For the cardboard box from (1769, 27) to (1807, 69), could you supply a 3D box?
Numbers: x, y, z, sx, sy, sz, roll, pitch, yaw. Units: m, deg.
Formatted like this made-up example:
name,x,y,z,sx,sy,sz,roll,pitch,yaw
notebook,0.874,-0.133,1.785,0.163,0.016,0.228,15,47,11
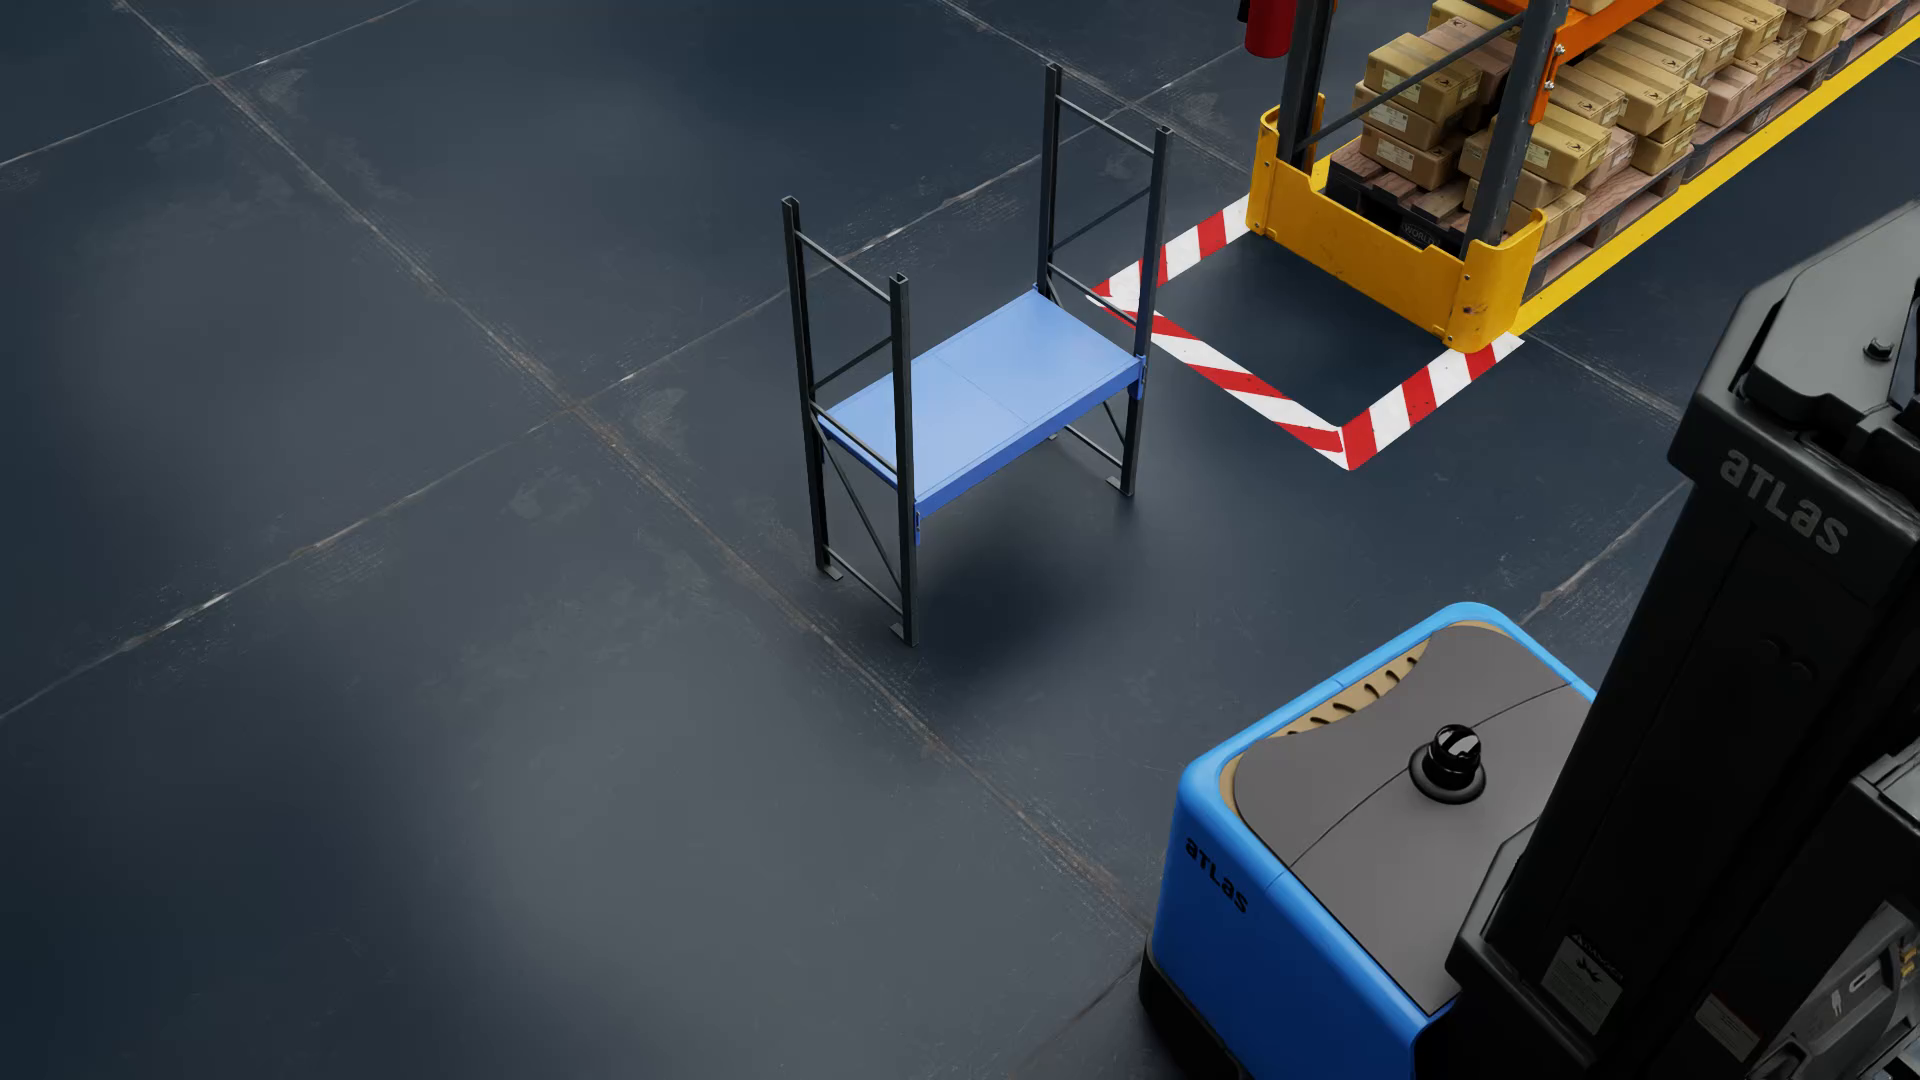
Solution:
name,x,y,z,sx,sy,sz,roll,pitch,yaw
cardboard box,3.528,-2.250,7.439,0.250,0.149,0.380,-33,55,-27

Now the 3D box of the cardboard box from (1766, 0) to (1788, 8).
name,x,y,z,sx,sy,sz,roll,pitch,yaw
cardboard box,3.332,-2.369,7.144,0.250,0.149,0.380,-34,56,-27

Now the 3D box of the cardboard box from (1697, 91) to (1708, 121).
name,x,y,z,sx,sy,sz,roll,pitch,yaw
cardboard box,2.942,-1.886,7.103,0.250,0.149,0.380,-34,56,-27

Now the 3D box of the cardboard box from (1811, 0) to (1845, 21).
name,x,y,z,sx,sy,sz,roll,pitch,yaw
cardboard box,3.769,-2.516,7.482,0.250,0.149,0.380,-32,55,-26

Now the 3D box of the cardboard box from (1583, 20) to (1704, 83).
name,x,y,z,sx,sy,sz,roll,pitch,yaw
cardboard box,2.773,-1.956,6.763,0.380,0.149,0.250,36,57,29

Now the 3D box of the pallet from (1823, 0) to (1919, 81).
name,x,y,z,sx,sy,sz,roll,pitch,yaw
pallet,4.120,-2.761,8.154,1.213,0.211,1.003,-34,56,-27

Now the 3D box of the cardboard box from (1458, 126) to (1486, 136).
name,x,y,z,sx,sy,sz,roll,pitch,yaw
cardboard box,2.005,-1.811,7.034,0.250,0.149,0.380,-32,55,-26

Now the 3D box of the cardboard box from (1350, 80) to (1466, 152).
name,x,y,z,sx,sy,sz,roll,pitch,yaw
cardboard box,1.832,-1.773,6.796,0.250,0.149,0.380,-35,56,-28

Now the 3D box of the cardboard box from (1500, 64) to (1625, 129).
name,x,y,z,sx,sy,sz,roll,pitch,yaw
cardboard box,2.373,-1.733,6.558,0.250,0.149,0.380,-33,55,-27

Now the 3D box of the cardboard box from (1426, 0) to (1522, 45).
name,x,y,z,sx,sy,sz,roll,pitch,yaw
cardboard box,2.185,-2.147,6.939,0.250,0.149,0.380,-35,56,-28

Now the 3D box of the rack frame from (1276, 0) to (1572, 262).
name,x,y,z,sx,sy,sz,roll,pitch,yaw
rack frame,1.633,-2.080,5.628,0.127,3.000,1.000,-34,56,-27

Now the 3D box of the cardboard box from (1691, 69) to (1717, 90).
name,x,y,z,sx,sy,sz,roll,pitch,yaw
cardboard box,2.951,-2.000,7.006,0.380,0.149,0.250,36,57,29

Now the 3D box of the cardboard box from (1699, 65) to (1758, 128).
name,x,y,z,sx,sy,sz,roll,pitch,yaw
cardboard box,3.184,-1.962,7.173,0.380,0.149,0.250,36,57,29

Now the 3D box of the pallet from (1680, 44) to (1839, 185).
name,x,y,z,sx,sy,sz,roll,pitch,yaw
pallet,3.217,-2.154,7.594,1.213,0.211,1.003,-34,56,-27

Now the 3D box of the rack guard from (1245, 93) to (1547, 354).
name,x,y,z,sx,sy,sz,roll,pitch,yaw
rack guard,1.690,-1.270,6.581,0.348,0.500,1.175,-34,56,-27

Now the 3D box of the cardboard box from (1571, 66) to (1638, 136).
name,x,y,z,sx,sy,sz,roll,pitch,yaw
cardboard box,2.556,-1.750,6.775,0.250,0.149,0.380,-33,55,-27

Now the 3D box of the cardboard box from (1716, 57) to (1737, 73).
name,x,y,z,sx,sy,sz,roll,pitch,yaw
cardboard box,3.124,-2.157,7.151,0.250,0.149,0.380,-31,54,-25

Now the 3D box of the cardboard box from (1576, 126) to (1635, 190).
name,x,y,z,sx,sy,sz,roll,pitch,yaw
cardboard box,2.434,-1.581,6.619,0.250,0.149,0.380,-34,56,-27

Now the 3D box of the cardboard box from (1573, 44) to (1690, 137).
name,x,y,z,sx,sy,sz,roll,pitch,yaw
cardboard box,2.645,-1.788,6.608,0.250,0.149,0.380,-34,56,-27

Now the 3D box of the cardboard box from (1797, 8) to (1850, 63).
name,x,y,z,sx,sy,sz,roll,pitch,yaw
cardboard box,3.766,-2.342,7.524,0.250,0.149,0.380,-34,56,-27

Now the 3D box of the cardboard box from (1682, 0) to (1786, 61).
name,x,y,z,sx,sy,sz,roll,pitch,yaw
cardboard box,3.210,-2.193,6.982,0.250,0.149,0.380,-33,55,-27

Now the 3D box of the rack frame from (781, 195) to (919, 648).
name,x,y,z,sx,sy,sz,roll,pitch,yaw
rack frame,-0.313,-0.299,5.006,0.032,1.500,0.500,-34,56,-27

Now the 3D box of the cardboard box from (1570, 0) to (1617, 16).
name,x,y,z,sx,sy,sz,roll,pitch,yaw
cardboard box,2.094,-1.977,5.704,0.250,0.149,0.380,-34,56,-27

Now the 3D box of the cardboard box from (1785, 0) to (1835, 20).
name,x,y,z,sx,sy,sz,roll,pitch,yaw
cardboard box,3.589,-2.433,7.203,0.250,0.149,0.380,-36,57,-28

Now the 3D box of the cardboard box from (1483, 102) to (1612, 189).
name,x,y,z,sx,sy,sz,roll,pitch,yaw
cardboard box,2.250,-1.532,6.371,0.250,0.149,0.380,-36,57,-29

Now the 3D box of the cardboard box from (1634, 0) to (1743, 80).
name,x,y,z,sx,sy,sz,roll,pitch,yaw
cardboard box,2.985,-2.088,6.885,0.250,0.149,0.380,-32,55,-26

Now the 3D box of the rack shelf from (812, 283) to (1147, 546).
name,x,y,z,sx,sy,sz,roll,pitch,yaw
rack shelf,0.063,-0.429,5.370,1.000,0.185,0.538,-34,56,-27

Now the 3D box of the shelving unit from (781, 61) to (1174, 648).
name,x,y,z,sx,sy,sz,roll,pitch,yaw
shelving unit,0.063,-0.551,5.238,1.048,1.500,0.538,-34,56,-27

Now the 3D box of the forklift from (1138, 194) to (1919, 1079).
name,x,y,z,sx,sy,sz,roll,pitch,yaw
forklift,1.735,0.958,2.872,1.130,2.935,3.031,-27,53,-23

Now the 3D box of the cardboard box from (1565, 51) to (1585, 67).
name,x,y,z,sx,sy,sz,roll,pitch,yaw
cardboard box,2.483,-2.107,7.105,0.250,0.149,0.380,-34,56,-28

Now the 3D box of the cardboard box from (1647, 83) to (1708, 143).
name,x,y,z,sx,sy,sz,roll,pitch,yaw
cardboard box,2.819,-1.818,6.838,0.250,0.149,0.380,-32,55,-26

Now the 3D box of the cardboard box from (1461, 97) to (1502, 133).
name,x,y,z,sx,sy,sz,roll,pitch,yaw
cardboard box,2.062,-1.873,6.888,0.250,0.149,0.380,-35,56,-28

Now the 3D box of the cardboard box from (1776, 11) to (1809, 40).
name,x,y,z,sx,sy,sz,roll,pitch,yaw
cardboard box,3.557,-2.394,7.370,0.380,0.149,0.250,36,57,29

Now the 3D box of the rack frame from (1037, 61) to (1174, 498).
name,x,y,z,sx,sy,sz,roll,pitch,yaw
rack frame,0.439,-0.802,5.470,0.032,1.500,0.500,-34,56,-27

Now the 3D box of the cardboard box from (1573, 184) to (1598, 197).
name,x,y,z,sx,sy,sz,roll,pitch,yaw
cardboard box,2.375,-1.514,6.760,0.250,0.149,0.380,-34,56,-27

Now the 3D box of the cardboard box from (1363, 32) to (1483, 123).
name,x,y,z,sx,sy,sz,roll,pitch,yaw
cardboard box,1.855,-1.857,6.672,0.250,0.149,0.380,-33,55,-27

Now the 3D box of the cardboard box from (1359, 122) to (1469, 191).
name,x,y,z,sx,sy,sz,roll,pitch,yaw
cardboard box,1.883,-1.629,6.866,0.250,0.149,0.380,-33,55,-27

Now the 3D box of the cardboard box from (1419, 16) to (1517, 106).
name,x,y,z,sx,sy,sz,roll,pitch,yaw
cardboard box,2.079,-1.950,6.757,0.250,0.149,0.380,-33,55,-26

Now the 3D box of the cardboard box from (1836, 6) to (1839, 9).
name,x,y,z,sx,sy,sz,roll,pitch,yaw
cardboard box,3.855,-2.541,7.708,0.250,0.149,0.380,-35,56,-28

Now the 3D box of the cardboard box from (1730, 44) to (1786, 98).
name,x,y,z,sx,sy,sz,roll,pitch,yaw
cardboard box,3.372,-2.113,7.312,0.250,0.149,0.380,-34,56,-27

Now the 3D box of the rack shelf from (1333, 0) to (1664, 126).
name,x,y,z,sx,sy,sz,roll,pitch,yaw
rack shelf,3.113,-2.825,6.805,4.000,0.370,1.077,-34,56,-27

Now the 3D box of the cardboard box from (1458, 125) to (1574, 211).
name,x,y,z,sx,sy,sz,roll,pitch,yaw
cardboard box,2.194,-1.476,6.522,0.250,0.149,0.380,-32,55,-26

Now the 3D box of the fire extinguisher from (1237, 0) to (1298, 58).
name,x,y,z,sx,sy,sz,roll,pitch,yaw
fire extinguisher,1.137,-2.054,5.910,0.183,0.674,0.296,-34,56,-27

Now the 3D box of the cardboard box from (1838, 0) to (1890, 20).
name,x,y,z,sx,sy,sz,roll,pitch,yaw
cardboard box,4.131,-2.605,7.767,0.250,0.149,0.380,-36,57,-28

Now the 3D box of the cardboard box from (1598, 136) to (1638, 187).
name,x,y,z,sx,sy,sz,roll,pitch,yaw
cardboard box,2.554,-1.641,6.877,0.250,0.149,0.380,-33,55,-27

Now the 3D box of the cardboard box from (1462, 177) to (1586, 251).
name,x,y,z,sx,sy,sz,roll,pitch,yaw
cardboard box,2.236,-1.341,6.600,0.250,0.149,0.380,-33,55,-26

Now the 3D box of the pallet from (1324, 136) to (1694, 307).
name,x,y,z,sx,sy,sz,roll,pitch,yaw
pallet,2.315,-1.554,7.041,1.213,0.211,1.003,-34,56,-27

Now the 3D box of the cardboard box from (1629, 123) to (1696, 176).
name,x,y,z,sx,sy,sz,roll,pitch,yaw
cardboard box,2.817,-1.708,6.939,0.250,0.149,0.380,-33,55,-27

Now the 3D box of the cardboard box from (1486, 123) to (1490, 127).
name,x,y,z,sx,sy,sz,roll,pitch,yaw
cardboard box,2.258,-1.895,7.112,0.250,0.149,0.380,-34,56,-27
